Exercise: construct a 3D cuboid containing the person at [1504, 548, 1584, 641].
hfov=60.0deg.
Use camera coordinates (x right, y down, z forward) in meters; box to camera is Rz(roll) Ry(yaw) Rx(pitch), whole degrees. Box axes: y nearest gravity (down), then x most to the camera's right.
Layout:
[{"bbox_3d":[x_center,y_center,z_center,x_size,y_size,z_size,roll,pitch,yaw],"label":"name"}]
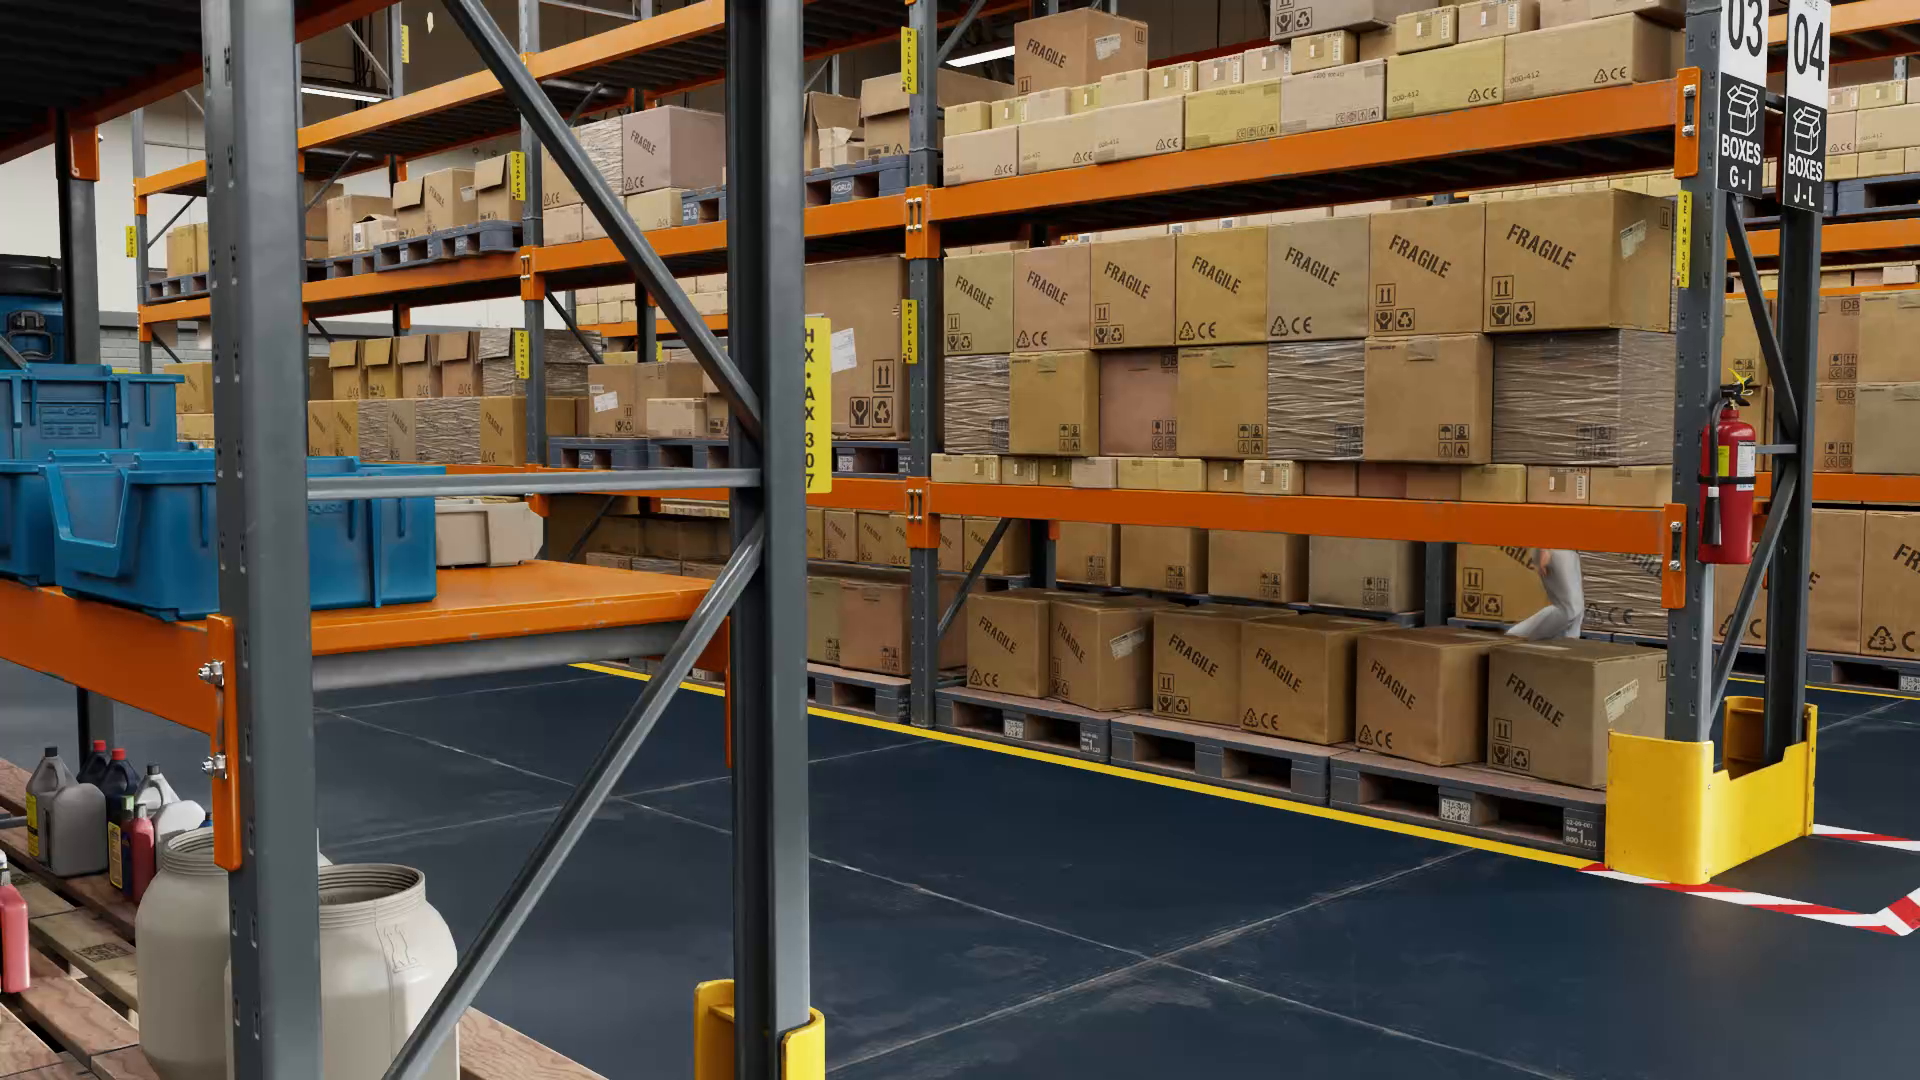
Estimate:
[{"bbox_3d":[3.459,0.065,9.787,0.589,1.660,0.444,3,5,32],"label":"person"}]
